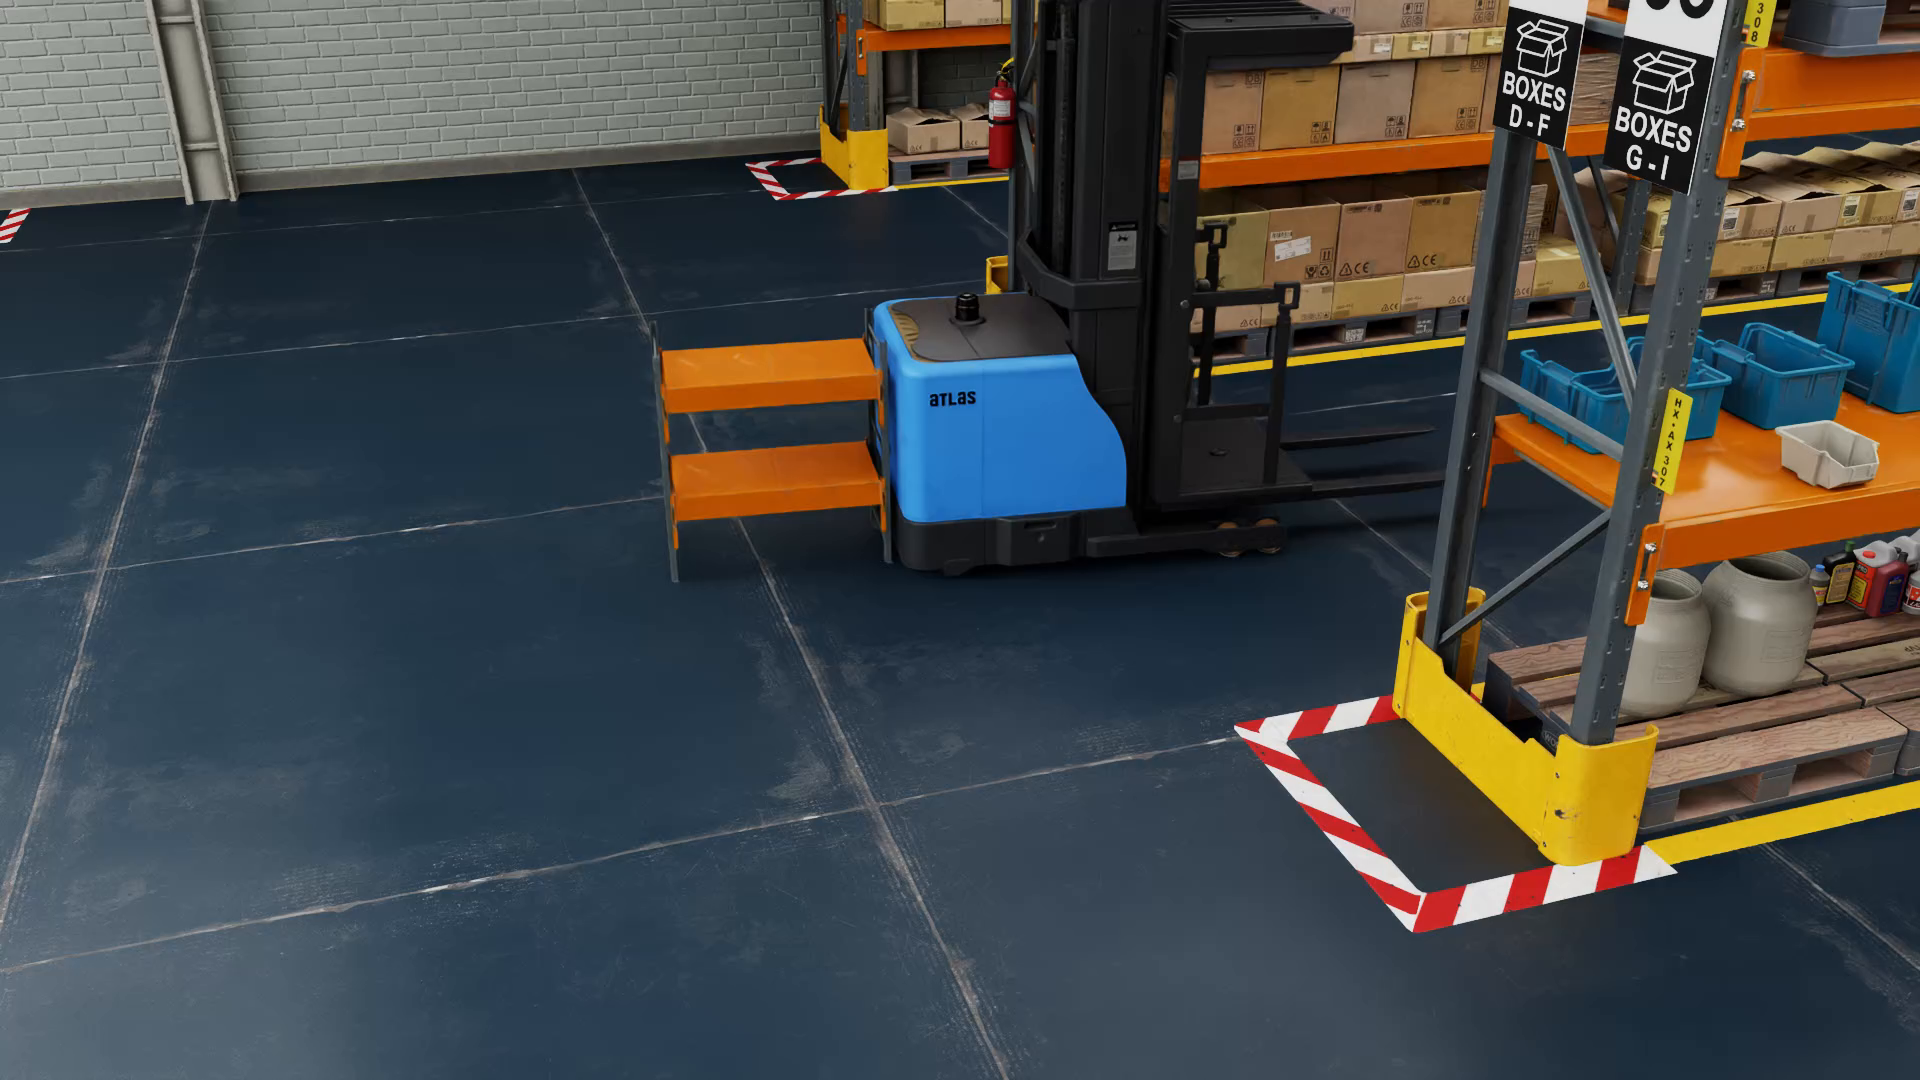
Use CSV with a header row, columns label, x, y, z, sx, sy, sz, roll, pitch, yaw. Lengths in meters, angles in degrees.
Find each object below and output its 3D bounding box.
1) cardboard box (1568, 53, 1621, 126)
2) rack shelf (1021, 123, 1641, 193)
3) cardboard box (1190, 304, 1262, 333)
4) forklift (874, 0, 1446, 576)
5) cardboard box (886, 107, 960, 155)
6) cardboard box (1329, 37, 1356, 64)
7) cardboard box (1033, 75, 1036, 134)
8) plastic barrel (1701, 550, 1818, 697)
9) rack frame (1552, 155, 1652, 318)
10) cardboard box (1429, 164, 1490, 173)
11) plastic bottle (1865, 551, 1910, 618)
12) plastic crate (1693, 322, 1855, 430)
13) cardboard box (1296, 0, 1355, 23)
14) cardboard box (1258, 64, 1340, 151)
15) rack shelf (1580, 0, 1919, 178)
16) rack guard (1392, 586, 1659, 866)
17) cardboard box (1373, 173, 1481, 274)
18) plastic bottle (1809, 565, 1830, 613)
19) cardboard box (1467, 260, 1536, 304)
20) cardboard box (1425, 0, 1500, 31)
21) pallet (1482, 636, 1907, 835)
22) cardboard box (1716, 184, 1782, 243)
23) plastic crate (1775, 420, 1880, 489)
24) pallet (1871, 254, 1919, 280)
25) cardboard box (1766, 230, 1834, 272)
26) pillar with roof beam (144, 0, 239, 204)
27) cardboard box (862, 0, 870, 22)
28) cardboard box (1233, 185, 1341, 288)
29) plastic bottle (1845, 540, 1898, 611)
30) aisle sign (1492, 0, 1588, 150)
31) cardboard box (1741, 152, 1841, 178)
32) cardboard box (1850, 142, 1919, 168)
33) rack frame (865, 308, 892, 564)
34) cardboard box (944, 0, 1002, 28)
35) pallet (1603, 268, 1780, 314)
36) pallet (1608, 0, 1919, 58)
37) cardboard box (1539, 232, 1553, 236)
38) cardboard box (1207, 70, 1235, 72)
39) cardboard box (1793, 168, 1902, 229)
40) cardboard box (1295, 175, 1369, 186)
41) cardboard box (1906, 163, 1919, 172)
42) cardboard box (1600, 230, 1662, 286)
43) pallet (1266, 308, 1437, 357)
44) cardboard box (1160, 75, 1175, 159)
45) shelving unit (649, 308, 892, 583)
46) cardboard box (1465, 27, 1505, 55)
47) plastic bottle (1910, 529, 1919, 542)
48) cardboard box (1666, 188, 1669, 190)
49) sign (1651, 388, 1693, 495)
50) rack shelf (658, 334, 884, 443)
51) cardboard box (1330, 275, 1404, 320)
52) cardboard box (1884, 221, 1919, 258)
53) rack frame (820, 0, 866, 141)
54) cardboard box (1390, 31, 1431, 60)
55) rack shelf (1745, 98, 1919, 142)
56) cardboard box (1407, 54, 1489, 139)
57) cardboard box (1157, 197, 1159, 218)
label,x,y,z,sx,sy,sz,roll,pitch,yaw
cardboard box,3.904,-3.042,10.892,0.500,0.500,0.700,-9,28,-17
rack shelf,2.423,-2.464,10.648,4.000,0.370,1.077,-8,28,-16
cardboard box,1.574,-1.517,10.553,0.500,0.250,0.500,-8,28,-16
forklift,1.130,-1.455,7.885,3.031,2.935,1.130,-5,27,-10
cardboard box,-0.331,-3.654,14.767,0.500,0.311,0.500,-12,29,-22
cardboard box,2.185,-2.987,10.052,0.250,0.149,0.380,-9,28,-17
cardboard box,0.924,-3.898,15.044,0.500,0.500,0.700,-10,28,-19
plastic barrel,3.130,0.319,6.560,0.421,0.512,0.421,0,26,0
rack frame,4.324,-3.061,11.043,0.127,3.000,1.000,-8,28,-16
cardboard box,3.313,-2.350,11.387,0.500,0.500,0.500,-8,28,-16
plastic bottle,3.943,0.187,7.059,0.133,0.283,0.061,-8,28,-16
plastic crate,3.054,-0.632,6.316,0.408,0.251,0.499,-8,28,-16
cardboard box,1.996,-3.347,10.047,0.500,0.500,0.700,-8,28,-16
cardboard box,1.941,-2.754,10.313,0.500,0.500,0.700,-8,28,-16
rack shelf,3.953,-1.712,5.762,4.000,0.370,1.077,-8,28,-16
rack guard,2.109,0.674,6.331,0.348,0.500,1.175,-8,28,-16
cardboard box,2.998,-2.063,10.809,0.500,0.500,0.500,-8,28,-16
plastic bottle,3.662,0.202,7.121,0.097,0.201,0.097,0,26,0
cardboard box,3.473,-1.797,11.116,0.500,0.250,0.500,-8,28,-16
cardboard box,2.948,-3.485,10.324,0.500,0.500,0.700,-8,28,-16
pallet,2.883,0.693,6.616,1.213,0.211,1.003,-8,28,-16
cardboard box,5.272,-2.287,11.473,0.500,0.311,0.500,-9,28,-17
plastic crate,3.002,-0.285,5.747,0.250,0.136,0.298,-8,28,-16
pallet,7.333,-2.266,12.578,1.213,0.211,1.003,-8,28,-16
cardboard box,5.763,-2.111,11.749,0.500,0.250,0.500,-9,28,-18
pillar with roof beam,-4.991,-5.107,8.418,0.400,9.000,9.100,-8,28,-16
cardboard box,-0.632,-4.693,14.475,0.500,0.250,0.500,-8,27,-15
cardboard box,2.046,-1.927,10.534,0.500,0.500,0.500,-8,28,-16
plastic bottle,3.910,0.146,7.151,0.135,0.276,0.152,-8,28,-16
aisle sign,1.891,-1.696,5.369,0.004,0.787,0.394,-8,28,-16
cardboard box,6.068,-2.656,12.215,0.500,0.311,0.500,-9,28,-17
cardboard box,7.042,-2.796,12.498,0.500,0.311,0.500,-9,28,-17
rack frame,-0.392,-0.498,7.988,0.032,1.125,0.500,-5,27,-10
cardboard box,0.035,-4.557,14.202,0.500,0.250,0.500,-9,28,-18
pallet,5.013,-1.930,11.901,1.213,0.211,1.003,-8,28,-16
pallet,2.868,-1.747,5.235,1.213,0.211,1.003,-8,28,-16
cardboard box,3.789,-2.082,11.691,0.500,0.250,0.500,-8,28,-16
cardboard box,1.448,-2.880,9.836,0.250,0.149,0.380,-8,28,-16
cardboard box,6.256,-2.433,11.766,0.500,0.311,0.500,-7,27,-15
cardboard box,2.361,-2.215,11.115,0.500,0.500,0.500,-8,28,-16
cardboard box,7.214,-2.569,12.041,0.500,0.311,0.500,-9,28,-17
cardboard box,4.784,-1.969,11.462,0.500,0.250,0.500,-9,28,-17
pallet,2.393,-1.551,11.137,1.213,0.211,1.003,-8,28,-16
cardboard box,0.969,-2.614,10.030,0.500,0.500,0.700,-8,28,-16
shelving unit,-0.891,-0.454,7.899,1.048,1.125,0.538,-5,27,-10
cardboard box,3.164,-3.129,10.338,0.250,0.149,0.380,-8,28,-16
plastic bottle,4.198,0.069,7.222,0.185,0.351,0.144,-7,27,-14
cardboard box,5.113,-2.520,11.943,0.500,0.311,0.500,-7,27,-15
sign,2.217,-0.306,5.183,0.005,0.325,0.100,-8,28,-16
rack shelf,-0.891,-0.716,7.769,1.000,0.278,0.538,-5,27,-10
cardboard box,2.526,-1.653,10.826,0.500,0.250,0.500,-8,28,-16
cardboard box,6.735,-2.253,12.034,0.500,0.250,0.500,-8,27,-15
rack frame,-1.017,-4.604,14.151,0.127,3.000,1.000,-8,28,-16
cardboard box,2.673,-3.057,10.192,0.250,0.149,0.380,-7,27,-14
rack shelf,6.226,-3.015,11.758,4.000,0.370,1.077,-8,28,-16
cardboard box,2.927,-2.900,10.605,0.500,0.500,0.700,-8,27,-15
cardboard box,0.939,-2.003,10.687,0.500,0.500,0.500,-8,28,-16
